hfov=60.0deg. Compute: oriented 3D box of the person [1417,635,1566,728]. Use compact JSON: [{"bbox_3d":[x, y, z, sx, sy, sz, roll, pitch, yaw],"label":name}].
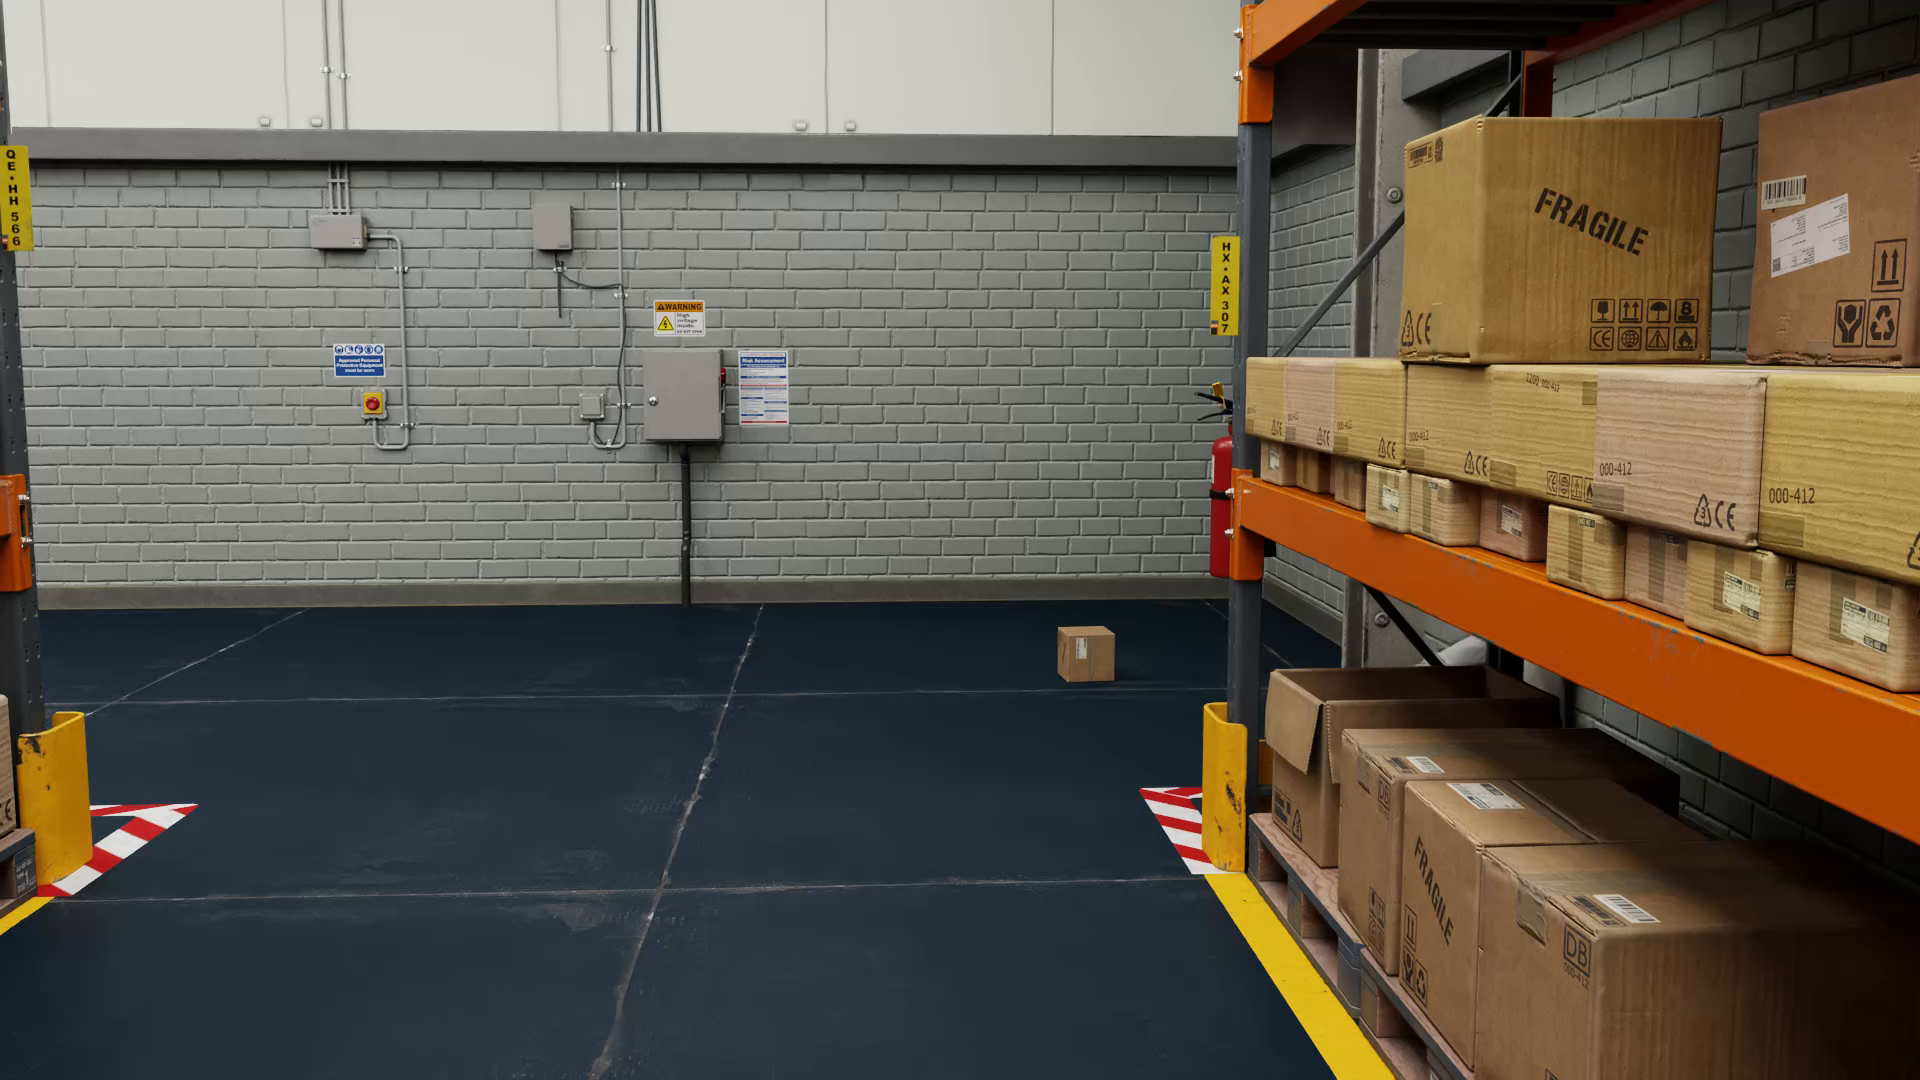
[{"bbox_3d":[2.216,0.047,6.796,1.037,1.700,0.572,5,8,38],"label":"person"}]
